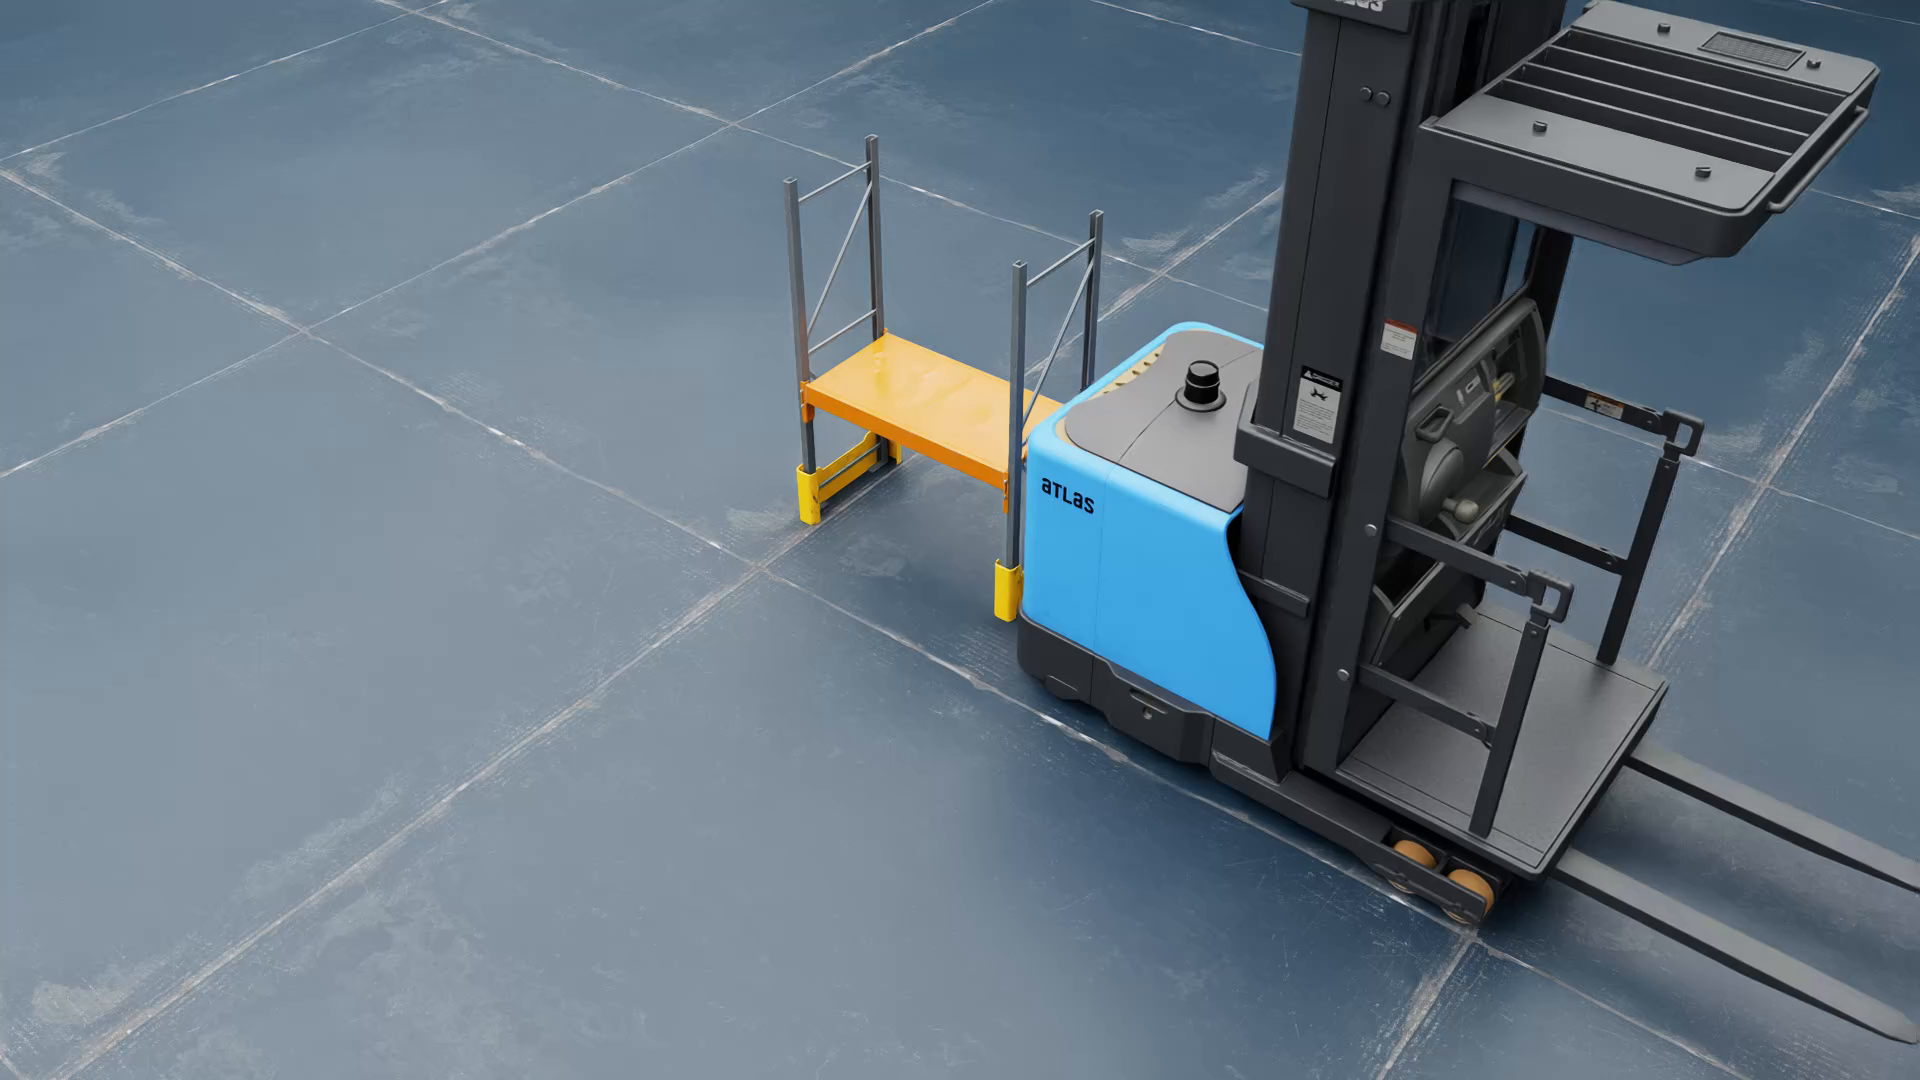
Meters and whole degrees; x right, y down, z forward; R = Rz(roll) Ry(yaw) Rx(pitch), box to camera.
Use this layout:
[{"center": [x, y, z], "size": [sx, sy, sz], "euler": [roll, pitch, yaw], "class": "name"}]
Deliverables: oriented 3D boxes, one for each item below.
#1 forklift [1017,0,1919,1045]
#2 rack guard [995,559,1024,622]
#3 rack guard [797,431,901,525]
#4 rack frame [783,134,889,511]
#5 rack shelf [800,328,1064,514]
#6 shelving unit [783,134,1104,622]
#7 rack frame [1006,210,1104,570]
[{"center": [1.675, -0.326, 4.789], "size": [3.031, 2.935, 1.130], "euler": [26, 45, 30], "class": "forklift"}, {"center": [0.335, 0.060, 6.471], "size": [0.087, 0.250, 0.587], "euler": [25, 45, 29], "class": "rack guard"}, {"center": [-0.456, -0.313, 6.948], "size": [0.087, 0.250, 0.587], "euler": [25, 45, 29], "class": "rack guard"}, {"center": [-0.472, -0.813, 6.572], "size": [0.032, 1.500, 0.500], "euler": [25, 45, 29], "class": "rack frame"}, {"center": [-0.068, -0.481, 6.439], "size": [1.000, 0.185, 0.538], "euler": [25, 45, 29], "class": "rack shelf"}, {"center": [-0.061, -0.619, 6.324], "size": [1.083, 1.500, 0.587], "euler": [25, 45, 29], "class": "shelving unit"}, {"center": [0.336, -0.432, 6.085], "size": [0.032, 1.500, 0.500], "euler": [25, 45, 29], "class": "rack frame"}]
